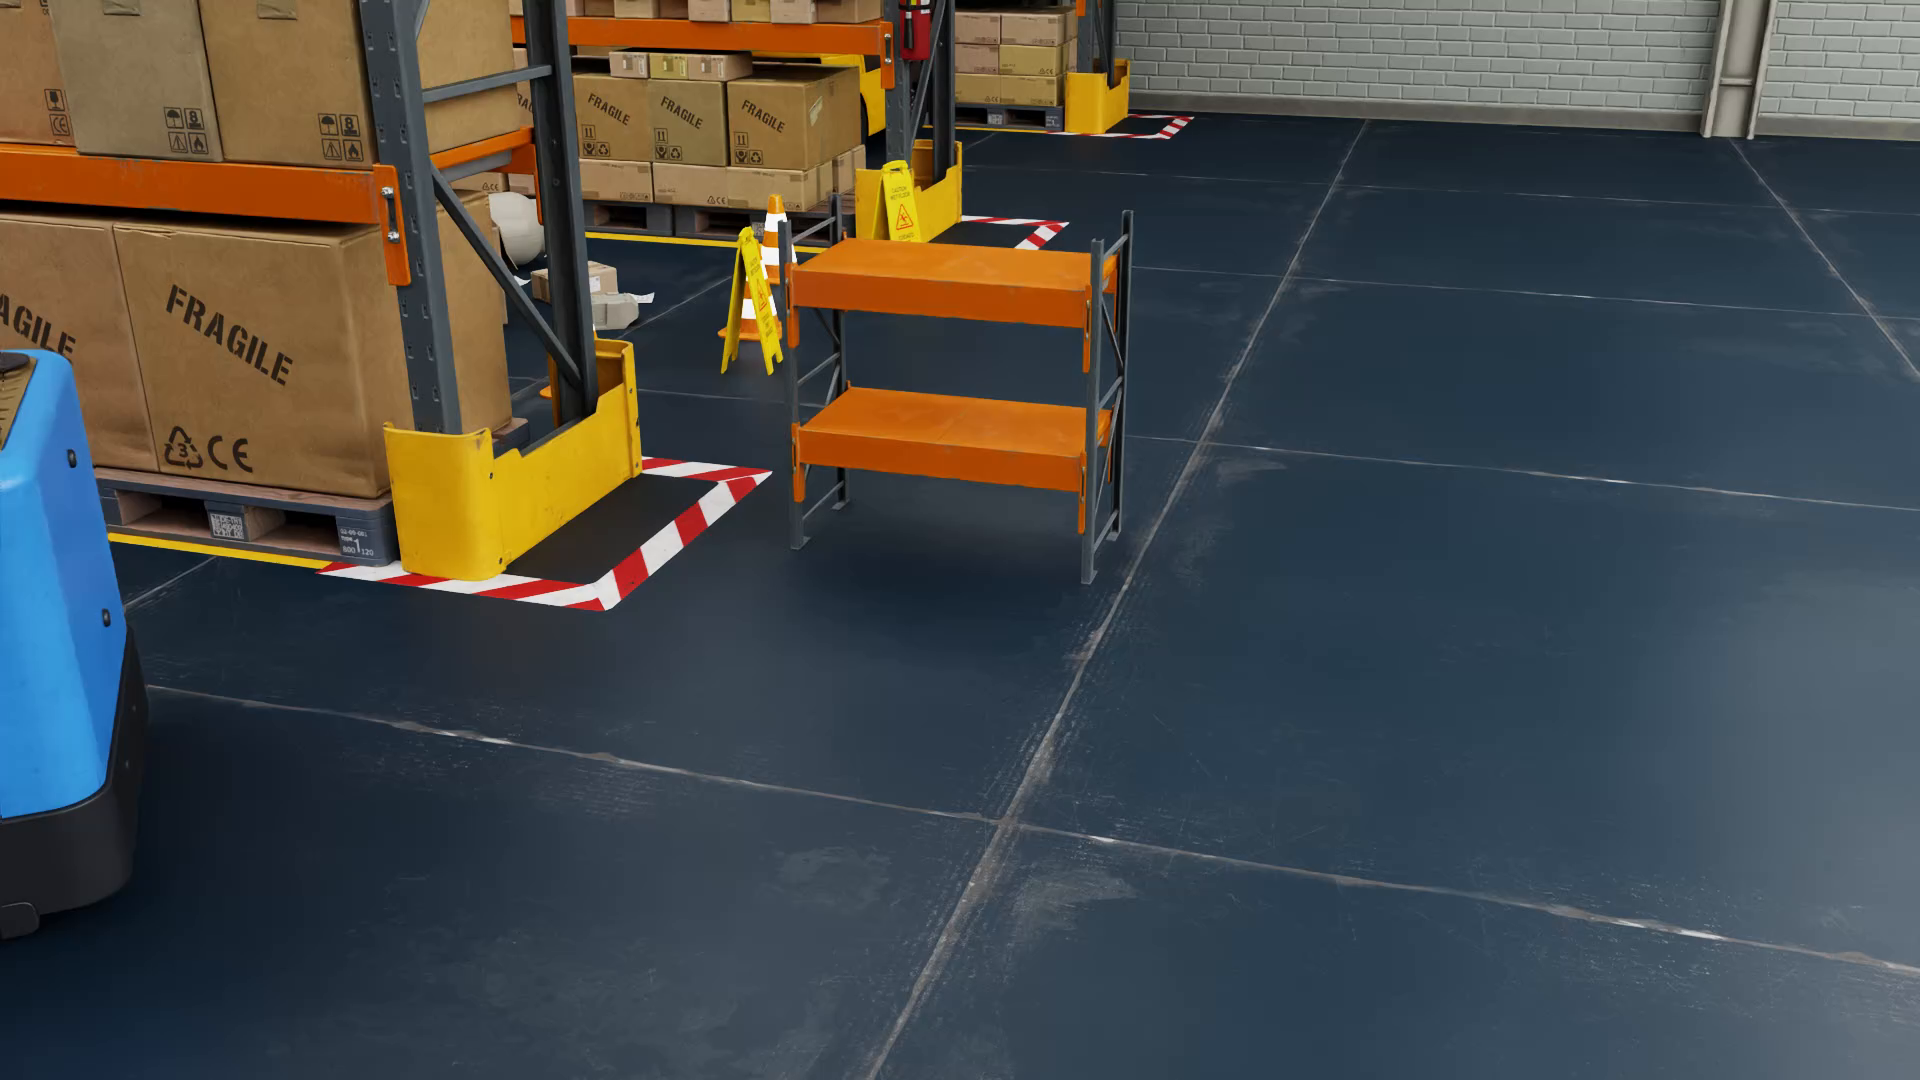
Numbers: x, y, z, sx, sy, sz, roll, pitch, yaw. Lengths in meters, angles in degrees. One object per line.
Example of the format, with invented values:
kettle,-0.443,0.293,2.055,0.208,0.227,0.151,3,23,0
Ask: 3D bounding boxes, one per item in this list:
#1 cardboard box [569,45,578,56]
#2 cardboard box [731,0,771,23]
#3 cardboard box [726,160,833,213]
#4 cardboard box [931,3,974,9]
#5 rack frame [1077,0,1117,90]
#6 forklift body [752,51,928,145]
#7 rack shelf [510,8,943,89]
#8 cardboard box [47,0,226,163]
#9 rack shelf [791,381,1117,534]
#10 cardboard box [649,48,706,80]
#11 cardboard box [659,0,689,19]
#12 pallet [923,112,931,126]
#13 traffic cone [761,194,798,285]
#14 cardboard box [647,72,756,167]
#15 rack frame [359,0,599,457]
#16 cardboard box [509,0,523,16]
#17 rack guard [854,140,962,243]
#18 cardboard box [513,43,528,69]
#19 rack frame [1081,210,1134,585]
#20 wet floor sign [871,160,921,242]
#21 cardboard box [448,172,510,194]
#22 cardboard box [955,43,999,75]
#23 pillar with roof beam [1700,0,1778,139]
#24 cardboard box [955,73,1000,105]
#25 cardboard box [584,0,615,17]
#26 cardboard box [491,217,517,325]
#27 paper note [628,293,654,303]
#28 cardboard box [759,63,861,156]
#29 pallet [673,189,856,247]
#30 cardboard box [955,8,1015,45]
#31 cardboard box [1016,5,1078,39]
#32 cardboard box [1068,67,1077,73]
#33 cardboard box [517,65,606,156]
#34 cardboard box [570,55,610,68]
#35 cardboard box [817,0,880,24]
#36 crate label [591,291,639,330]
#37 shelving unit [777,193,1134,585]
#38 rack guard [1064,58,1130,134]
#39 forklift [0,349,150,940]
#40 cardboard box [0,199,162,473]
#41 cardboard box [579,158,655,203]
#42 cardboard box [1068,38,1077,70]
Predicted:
cardboard box,-3.876,-4.768,16.017,0.625,0.625,0.875,6,23,15
cardboard box,-1.167,-3.160,9.851,0.250,0.149,0.380,6,23,15
cardboard box,-1.108,-2.205,10.262,0.500,0.250,0.500,6,23,15
cardboard box,-0.164,-4.711,15.056,0.500,0.250,0.500,6,23,15
rack frame,1.197,-5.093,14.234,0.127,3.000,1.000,7,23,16
forklift body,-1.145,-4.245,13.286,1.214,2.155,2.313,7,23,16
rack shelf,-2.148,-3.176,10.507,4.000,0.370,1.077,7,23,16
cardboard box,-2.468,-1.626,5.583,0.550,0.550,0.875,7,23,16
rack shelf,-0.006,-0.295,5.651,1.000,0.278,0.538,7,23,16
cardboard box,-1.686,-2.896,10.104,0.250,0.149,0.380,7,23,16
cardboard box,-1.627,-3.256,10.086,0.250,0.149,0.380,7,23,16
pallet,-0.712,-4.006,15.258,1.213,0.211,1.003,7,23,15
traffic cone,-1.018,-1.694,9.290,0.334,0.463,0.336,7,23,16
cardboard box,-1.576,-2.607,10.255,0.500,0.500,0.500,7,23,17
rack frame,-1.566,-1.480,5.425,0.127,3.000,1.000,7,23,16
cardboard box,-2.632,-3.317,10.234,0.250,0.149,0.380,7,23,16
rack guard,-0.306,-2.141,10.331,0.348,0.500,1.175,7,23,16
cardboard box,-2.722,-3.014,10.393,0.250,0.149,0.380,8,24,19
rack frame,0.480,-0.465,5.422,0.032,1.125,0.500,7,23,16
wet floor sign,-0.360,-1.790,9.284,0.232,0.644,0.267,16,27,34
cardboard box,-3.062,-2.433,10.818,0.500,0.250,0.500,8,24,19
cardboard box,0.164,-4.245,14.578,0.500,0.250,0.500,6,23,15
pillar with roof beam,5.291,-6.050,8.663,0.400,9.000,9.100,7,23,16
cardboard box,0.182,-4.010,14.663,0.500,0.250,0.500,7,23,15
cardboard box,-2.111,-3.311,10.220,0.250,0.149,0.380,7,23,16
cardboard box,-2.646,-1.407,8.537,0.637,0.503,0.797,-9,24,-21
paper note,-1.713,-1.296,8.889,0.142,0.019,0.148,-1,22,-3
cardboard box,-0.949,-2.750,10.602,0.500,0.500,0.500,6,23,14
pallet,-1.074,-2.109,10.634,1.213,0.211,1.003,7,23,16
cardboard box,0.175,-4.469,14.464,0.500,0.250,0.500,7,23,16
cardboard box,0.791,-4.599,14.782,0.500,0.250,0.500,6,23,15
cardboard box,0.783,-4.140,14.980,0.500,0.250,0.500,7,23,16
cardboard box,-2.564,-2.722,10.535,0.500,0.500,0.500,8,24,18
cardboard box,-2.443,-2.919,11.015,0.500,0.500,0.500,8,24,18
cardboard box,-0.653,-3.136,9.794,0.250,0.149,0.380,7,23,17
crate label,-1.783,-1.166,8.433,0.298,0.136,0.250,-5,23,-12
shelving unit,-0.006,-0.521,5.558,1.048,1.125,0.538,7,23,16
rack guard,1.220,-3.934,14.702,0.348,0.500,1.175,7,23,16
forklift,-3.429,-0.473,3.060,3.031,2.935,1.130,-9,24,-20
cardboard box,-3.078,-0.837,6.104,0.875,0.875,0.875,6,23,15
cardboard box,-2.081,-2.317,10.536,0.500,0.250,0.500,6,23,14
cardboard box,0.807,-4.373,14.890,0.500,0.250,0.500,7,23,16
